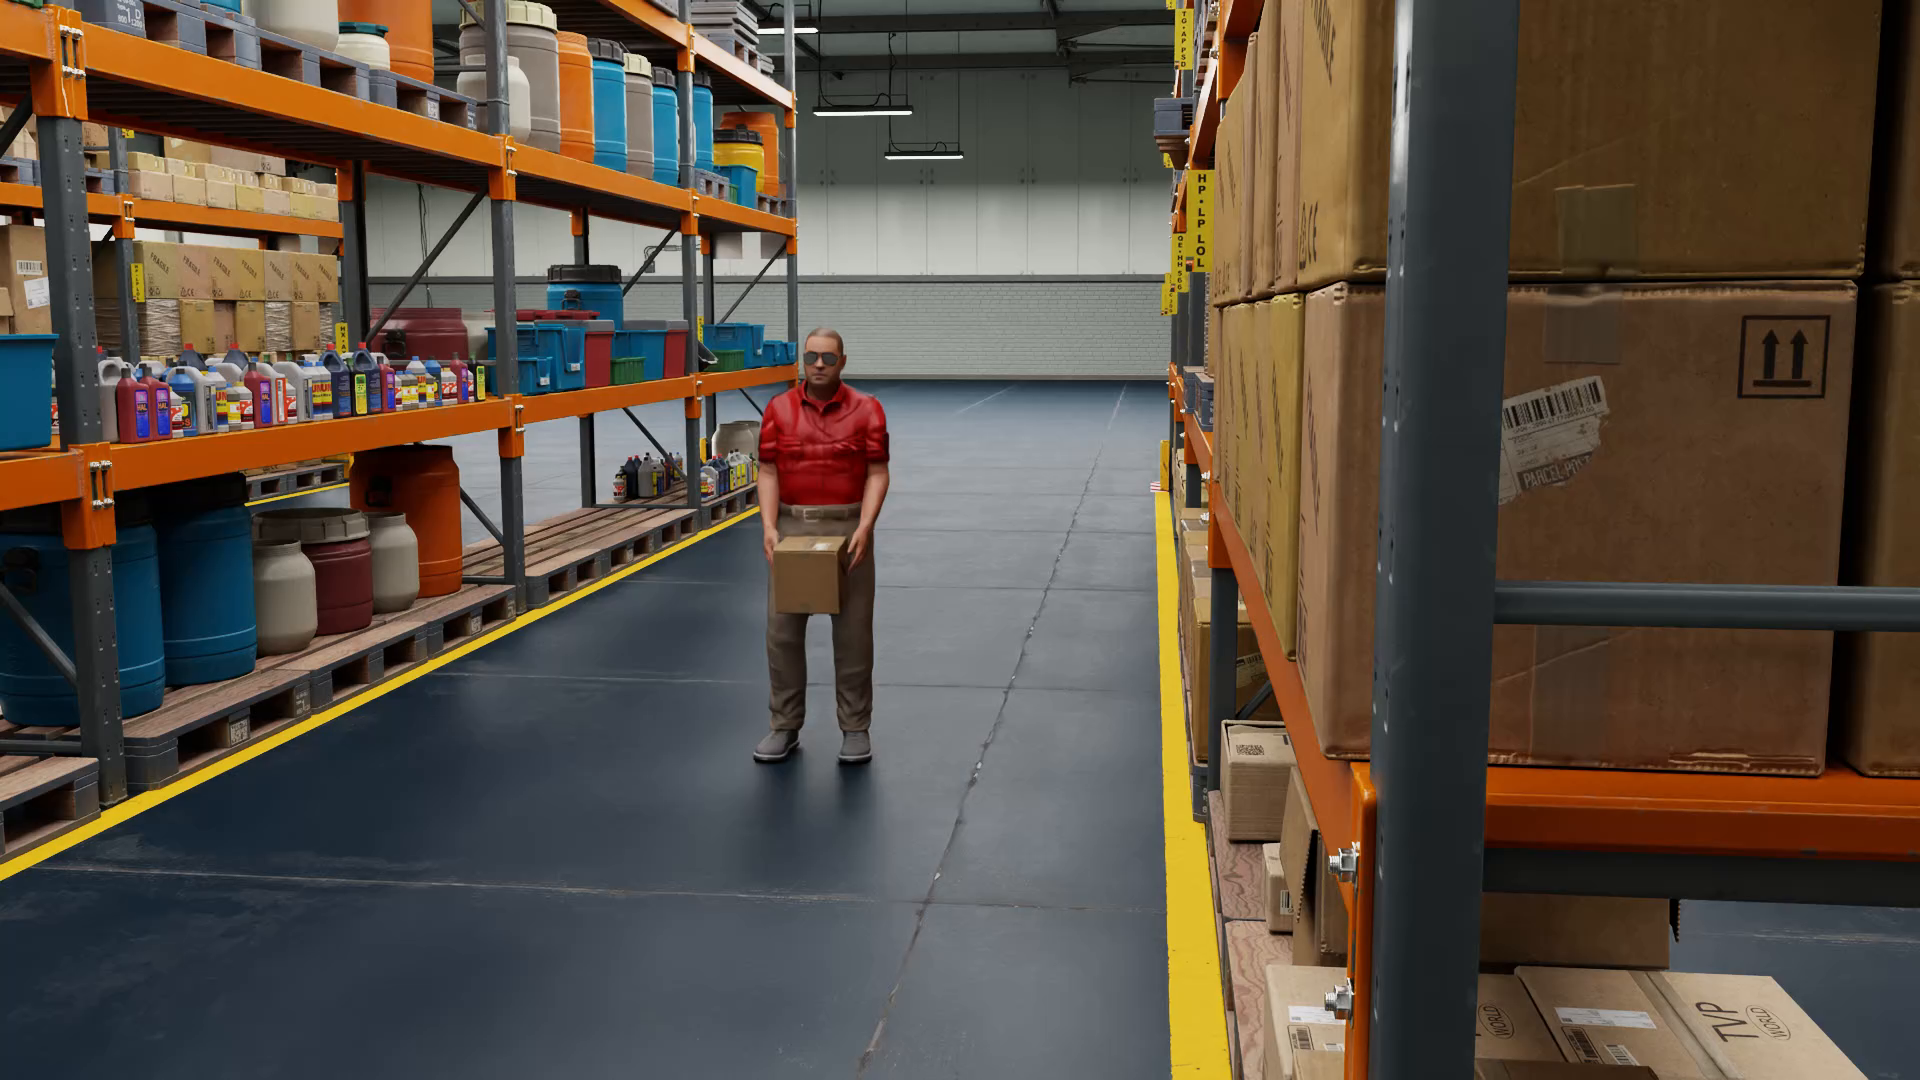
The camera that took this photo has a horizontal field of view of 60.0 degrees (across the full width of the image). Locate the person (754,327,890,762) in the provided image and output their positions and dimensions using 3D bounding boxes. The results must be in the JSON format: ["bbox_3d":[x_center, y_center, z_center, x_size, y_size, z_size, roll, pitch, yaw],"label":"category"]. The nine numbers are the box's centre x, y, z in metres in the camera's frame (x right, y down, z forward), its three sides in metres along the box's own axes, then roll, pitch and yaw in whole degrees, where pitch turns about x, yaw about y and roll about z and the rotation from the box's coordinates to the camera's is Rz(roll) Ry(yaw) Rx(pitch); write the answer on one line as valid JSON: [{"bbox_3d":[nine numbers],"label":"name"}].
[{"bbox_3d":[-0.557,0.017,6.692,0.539,1.733,0.431,1,8,5],"label":"person"}]
